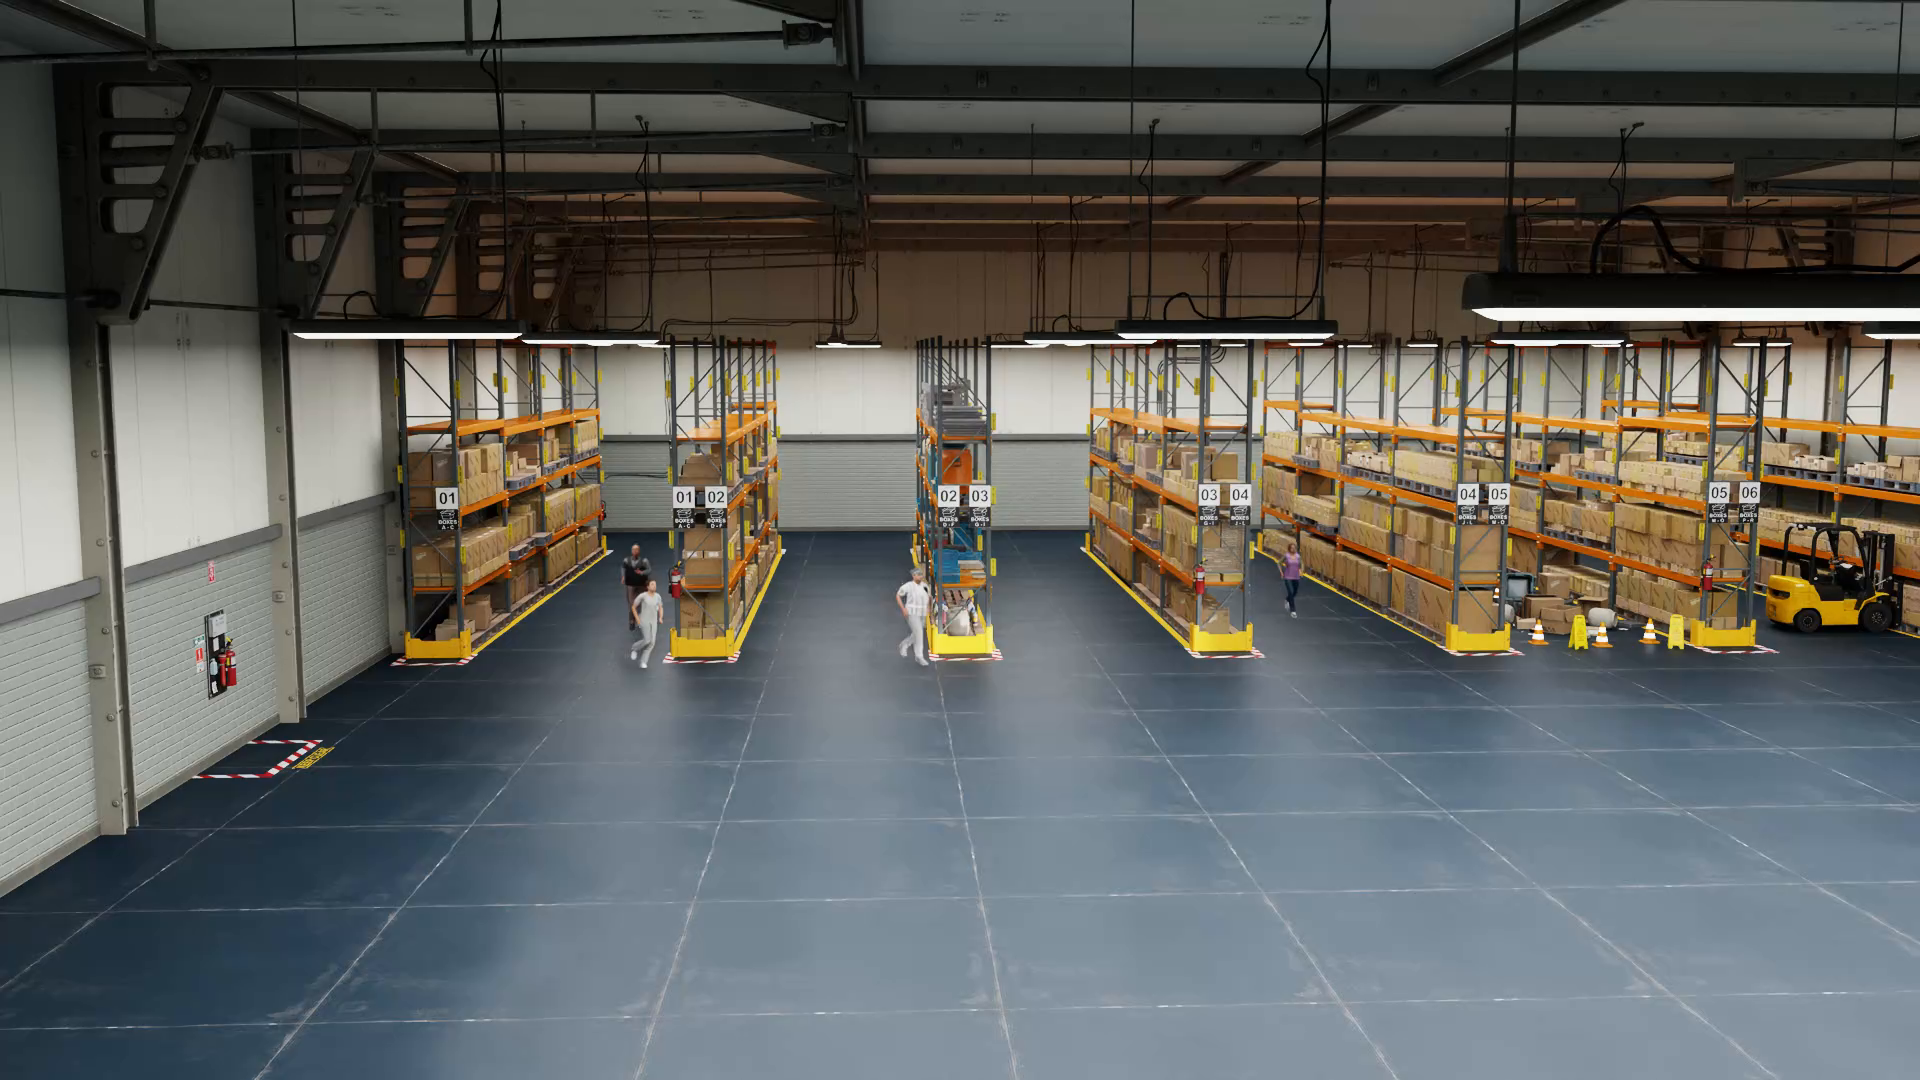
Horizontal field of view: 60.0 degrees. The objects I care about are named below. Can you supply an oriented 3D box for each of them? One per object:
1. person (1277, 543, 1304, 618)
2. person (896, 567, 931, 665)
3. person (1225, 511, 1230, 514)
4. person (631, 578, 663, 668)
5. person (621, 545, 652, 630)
[{"bbox_3d":[7.159,0.844,35.980,0.559,1.586,0.855,-1,7,-8],"label":"person"},{"bbox_3d":[-0.807,1.378,30.726,0.678,1.779,0.885,-6,9,-41],"label":"person"},{"bbox_3d":[7.835,-0.630,48.642,0.853,1.702,0.646,-4,8,-31],"label":"person"},{"bbox_3d":[-5.648,1.495,30.253,0.595,1.596,0.568,-5,8,-39],"label":"person"},{"bbox_3d":[-6.682,0.952,34.311,0.656,1.707,0.970,-1,7,-5],"label":"person"}]
